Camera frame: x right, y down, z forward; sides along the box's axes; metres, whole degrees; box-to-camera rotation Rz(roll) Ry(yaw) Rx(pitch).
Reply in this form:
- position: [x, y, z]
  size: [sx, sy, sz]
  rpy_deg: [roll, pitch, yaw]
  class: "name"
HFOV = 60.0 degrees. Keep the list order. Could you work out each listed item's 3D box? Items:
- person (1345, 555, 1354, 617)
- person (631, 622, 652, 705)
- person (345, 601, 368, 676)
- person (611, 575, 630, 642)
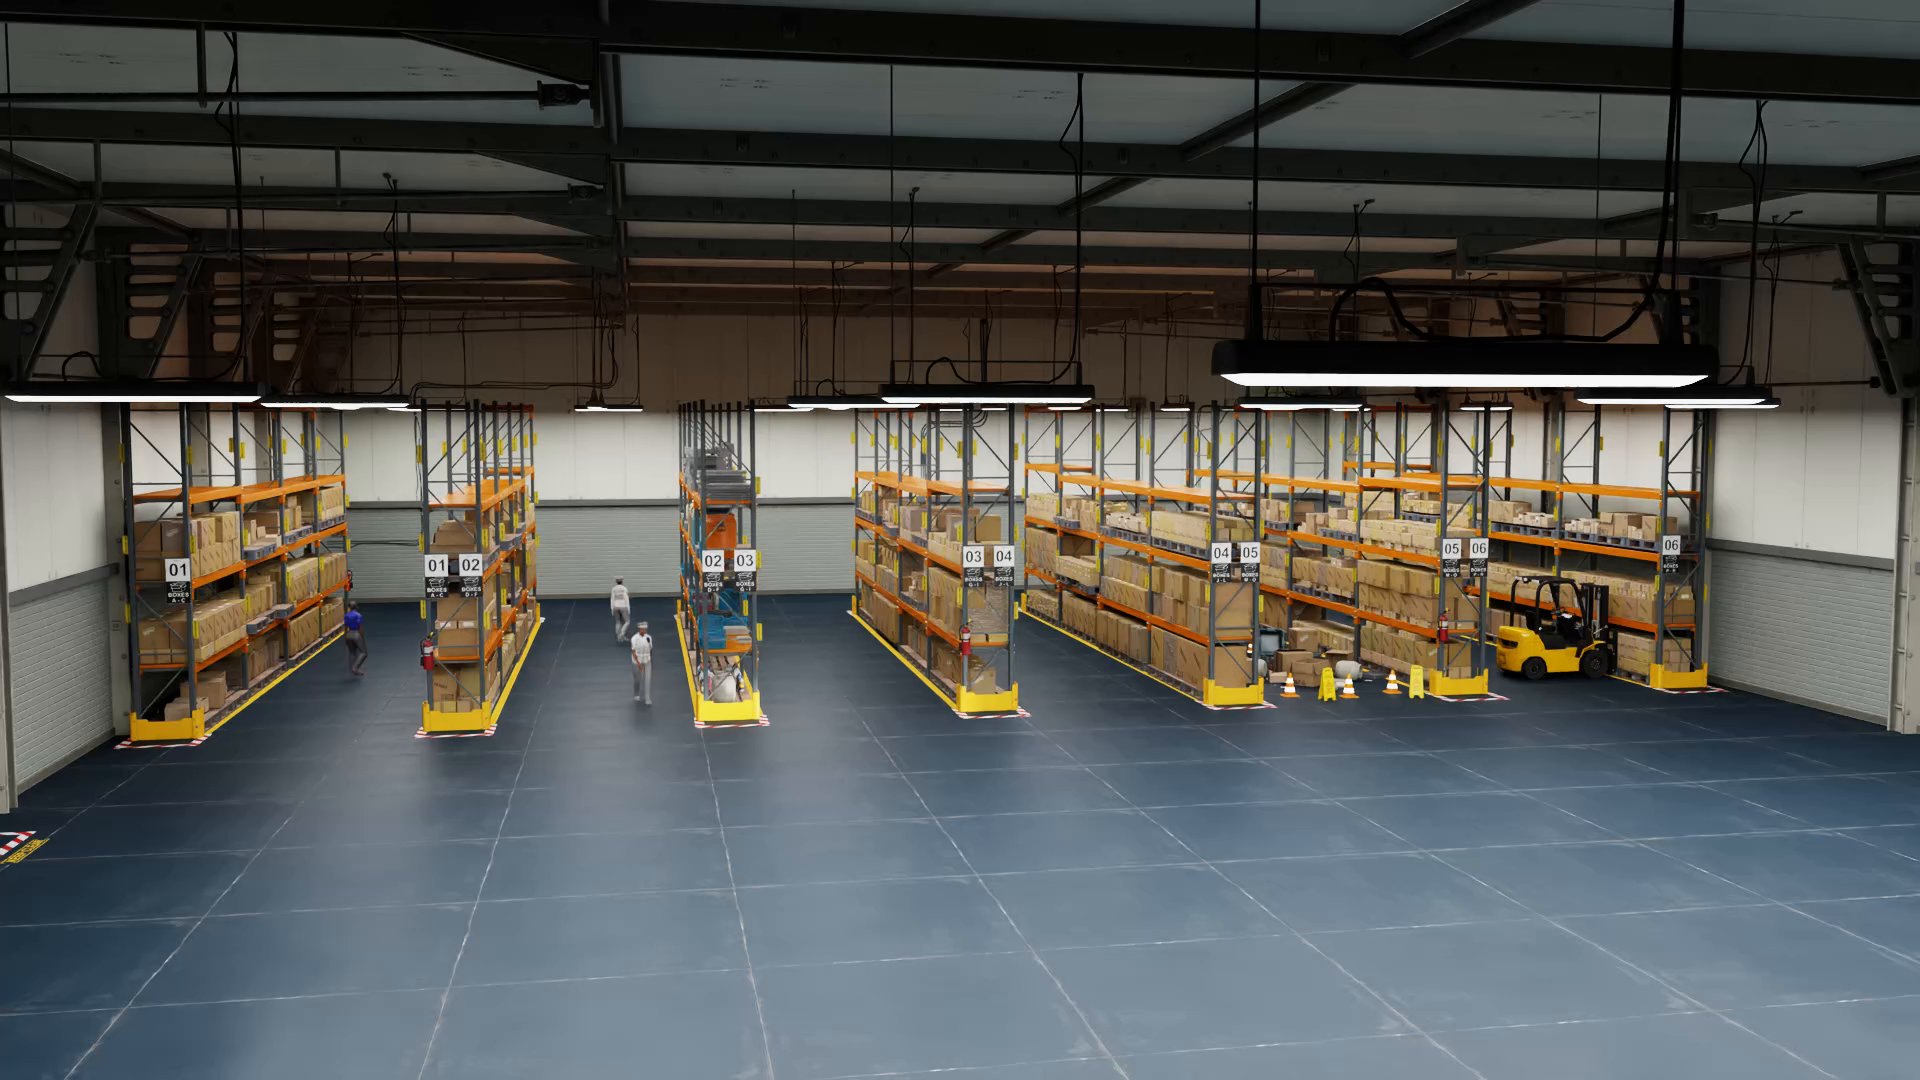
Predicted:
- position: [11.067, 1.295, 47.027]
  size: [0.467, 1.766, 0.616]
  rpy_deg: [3, 5, 33]
  class: "person"
- position: [-6.265, 2.418, 32.874]
  size: [0.453, 1.617, 0.981]
  rpy_deg: [-2, 5, -24]
  class: "person"
- position: [-13.255, 2.165, 36.356]
  size: [0.497, 1.644, 0.472]
  rpy_deg: [1, 5, 19]
  class: "person"
- position: [-8.558, 1.735, 41.838]
  size: [0.515, 1.676, 0.473]
  rpy_deg: [1, 5, 18]
  class: "person"
